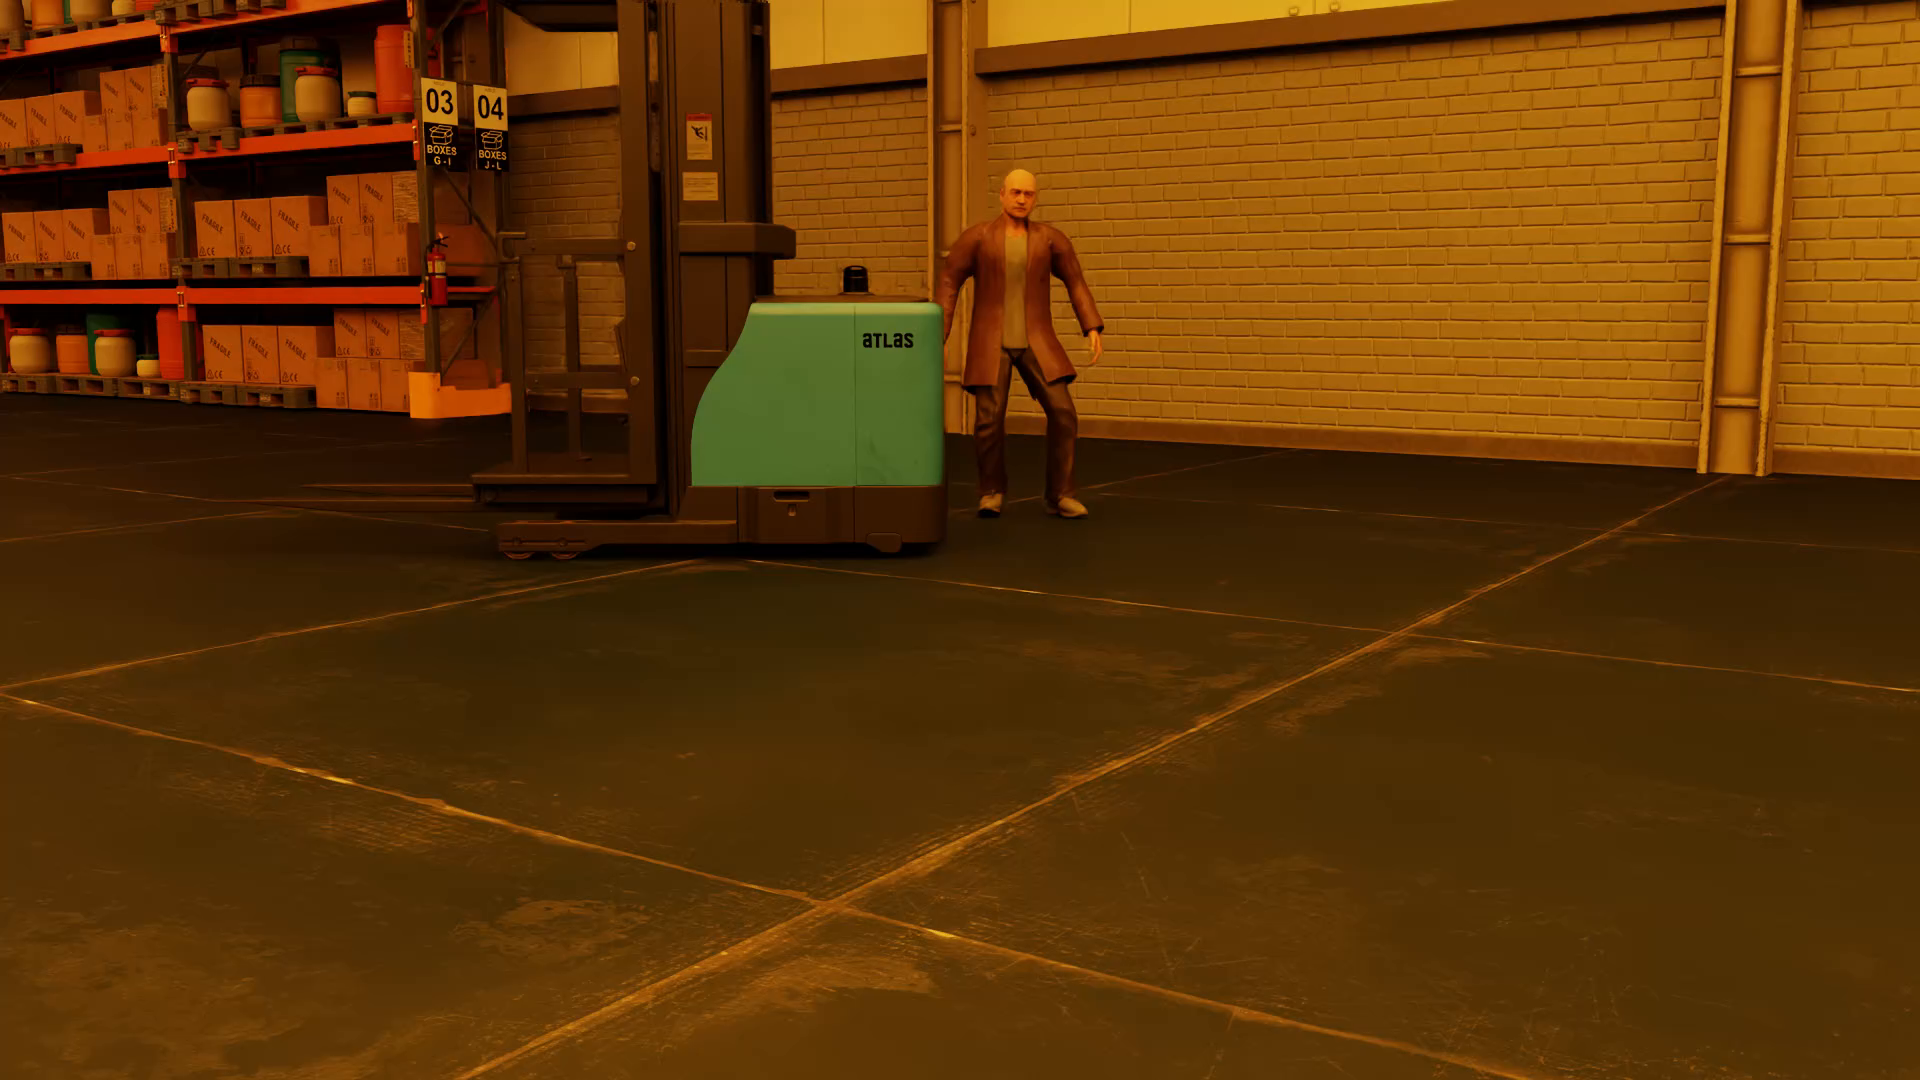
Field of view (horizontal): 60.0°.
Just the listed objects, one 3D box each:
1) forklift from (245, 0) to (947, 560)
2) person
[{"bbox_3d":[-1.578,-1.442,7.333,3.031,2.935,1.130,0,8,0],"label":"forklift"},{"bbox_3d":[0.281,-0.977,8.346,0.906,1.734,0.519,-1,8,-5],"label":"person"}]
